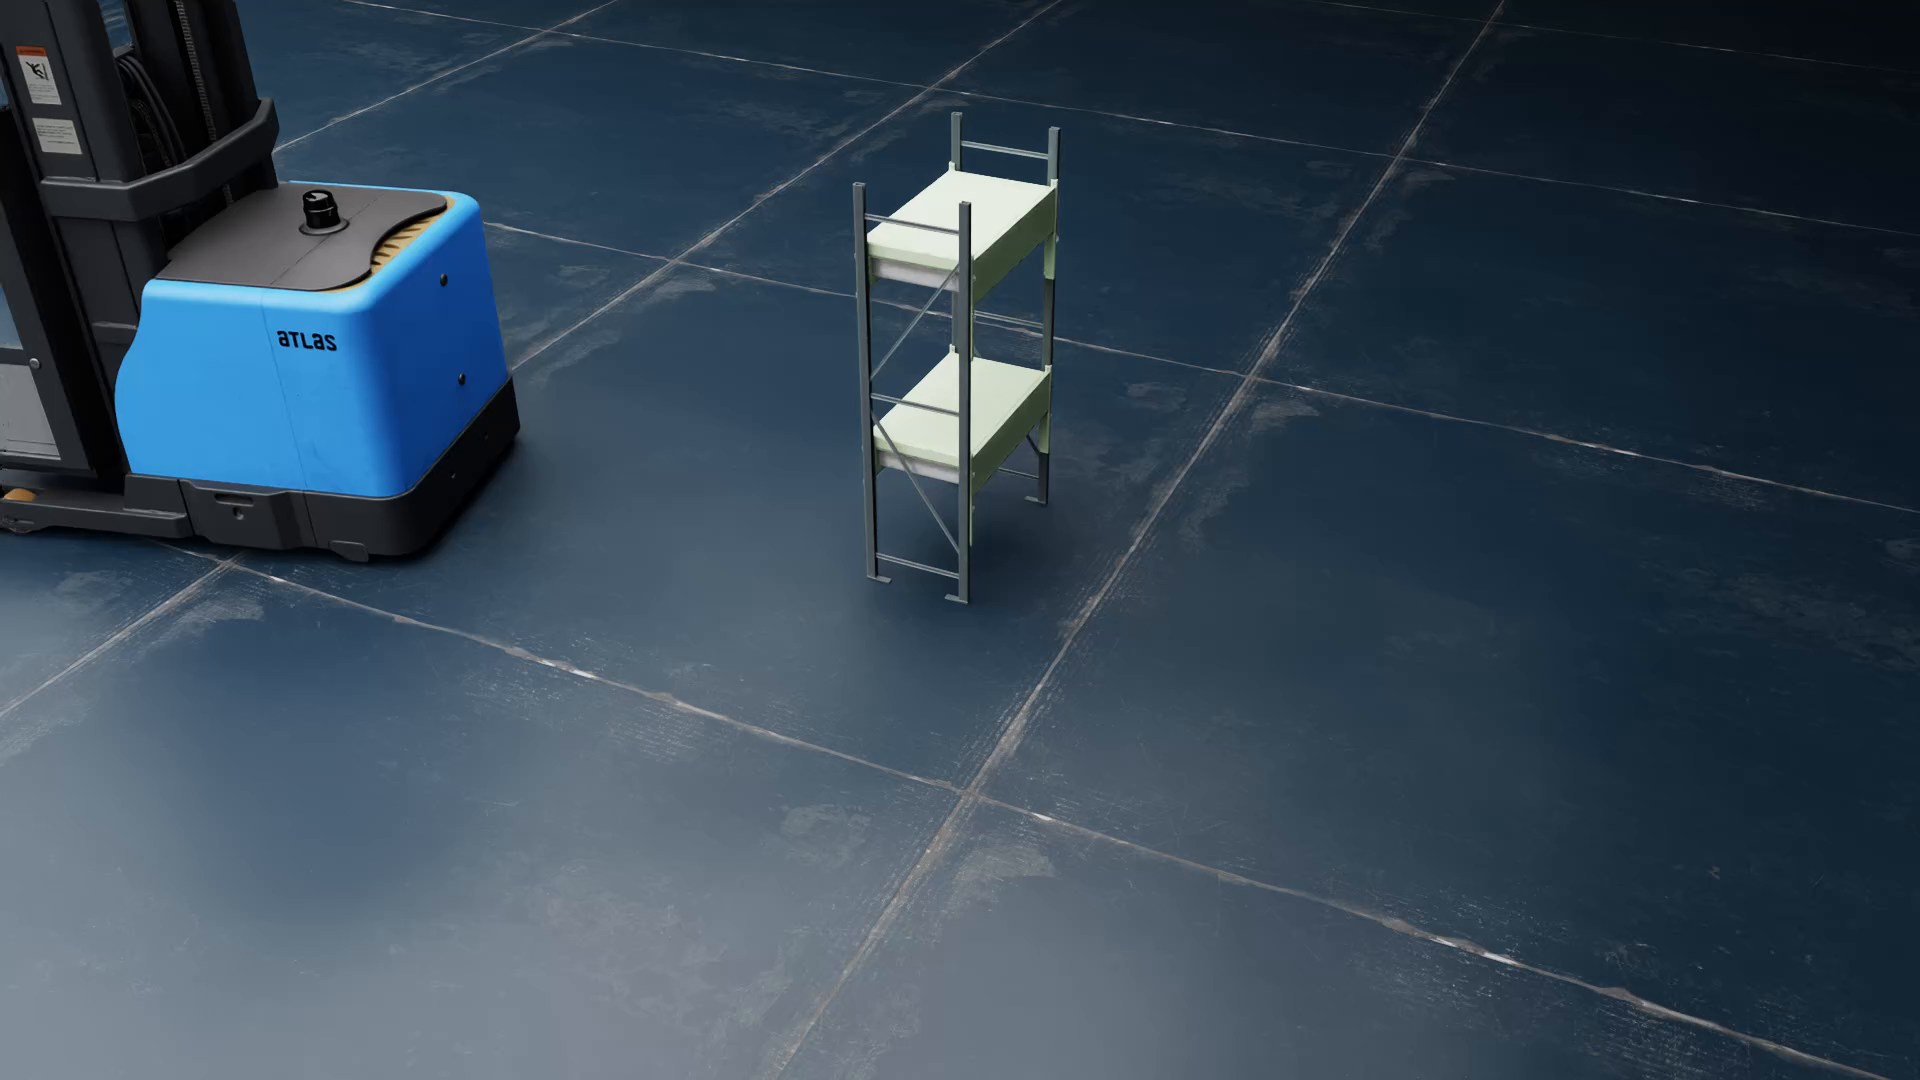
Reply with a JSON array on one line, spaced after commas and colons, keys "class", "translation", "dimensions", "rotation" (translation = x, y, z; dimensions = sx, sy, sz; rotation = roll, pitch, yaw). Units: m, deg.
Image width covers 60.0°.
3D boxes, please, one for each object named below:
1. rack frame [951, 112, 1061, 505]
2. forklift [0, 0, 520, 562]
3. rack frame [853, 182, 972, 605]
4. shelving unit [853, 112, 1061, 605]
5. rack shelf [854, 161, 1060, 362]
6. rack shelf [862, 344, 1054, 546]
[{"class": "rack frame", "translation": [0.156, -0.813, 6.122], "dimensions": [0.400, 1.500, 0.023], "rotation": [14, 36, 20]}, {"class": "forklift", "translation": [-3.369, -1.529, 5.909], "dimensions": [3.031, 2.935, 1.130], "rotation": [6, 34, 9]}, {"class": "rack frame", "translation": [-0.150, -0.448, 5.566], "dimensions": [0.400, 1.500, 0.023], "rotation": [14, 36, 20]}, {"class": "shelving unit", "translation": [0.003, -0.631, 5.844], "dimensions": [0.431, 1.500, 0.755], "rotation": [14, 36, 20]}, {"class": "rack shelf", "translation": [0.003, -0.957, 5.630], "dimensions": [0.431, 0.370, 0.720], "rotation": [14, 36, 20]}, {"class": "rack shelf", "translation": [0.003, -0.358, 6.023], "dimensions": [0.431, 0.370, 0.720], "rotation": [14, 36, 20]}]
